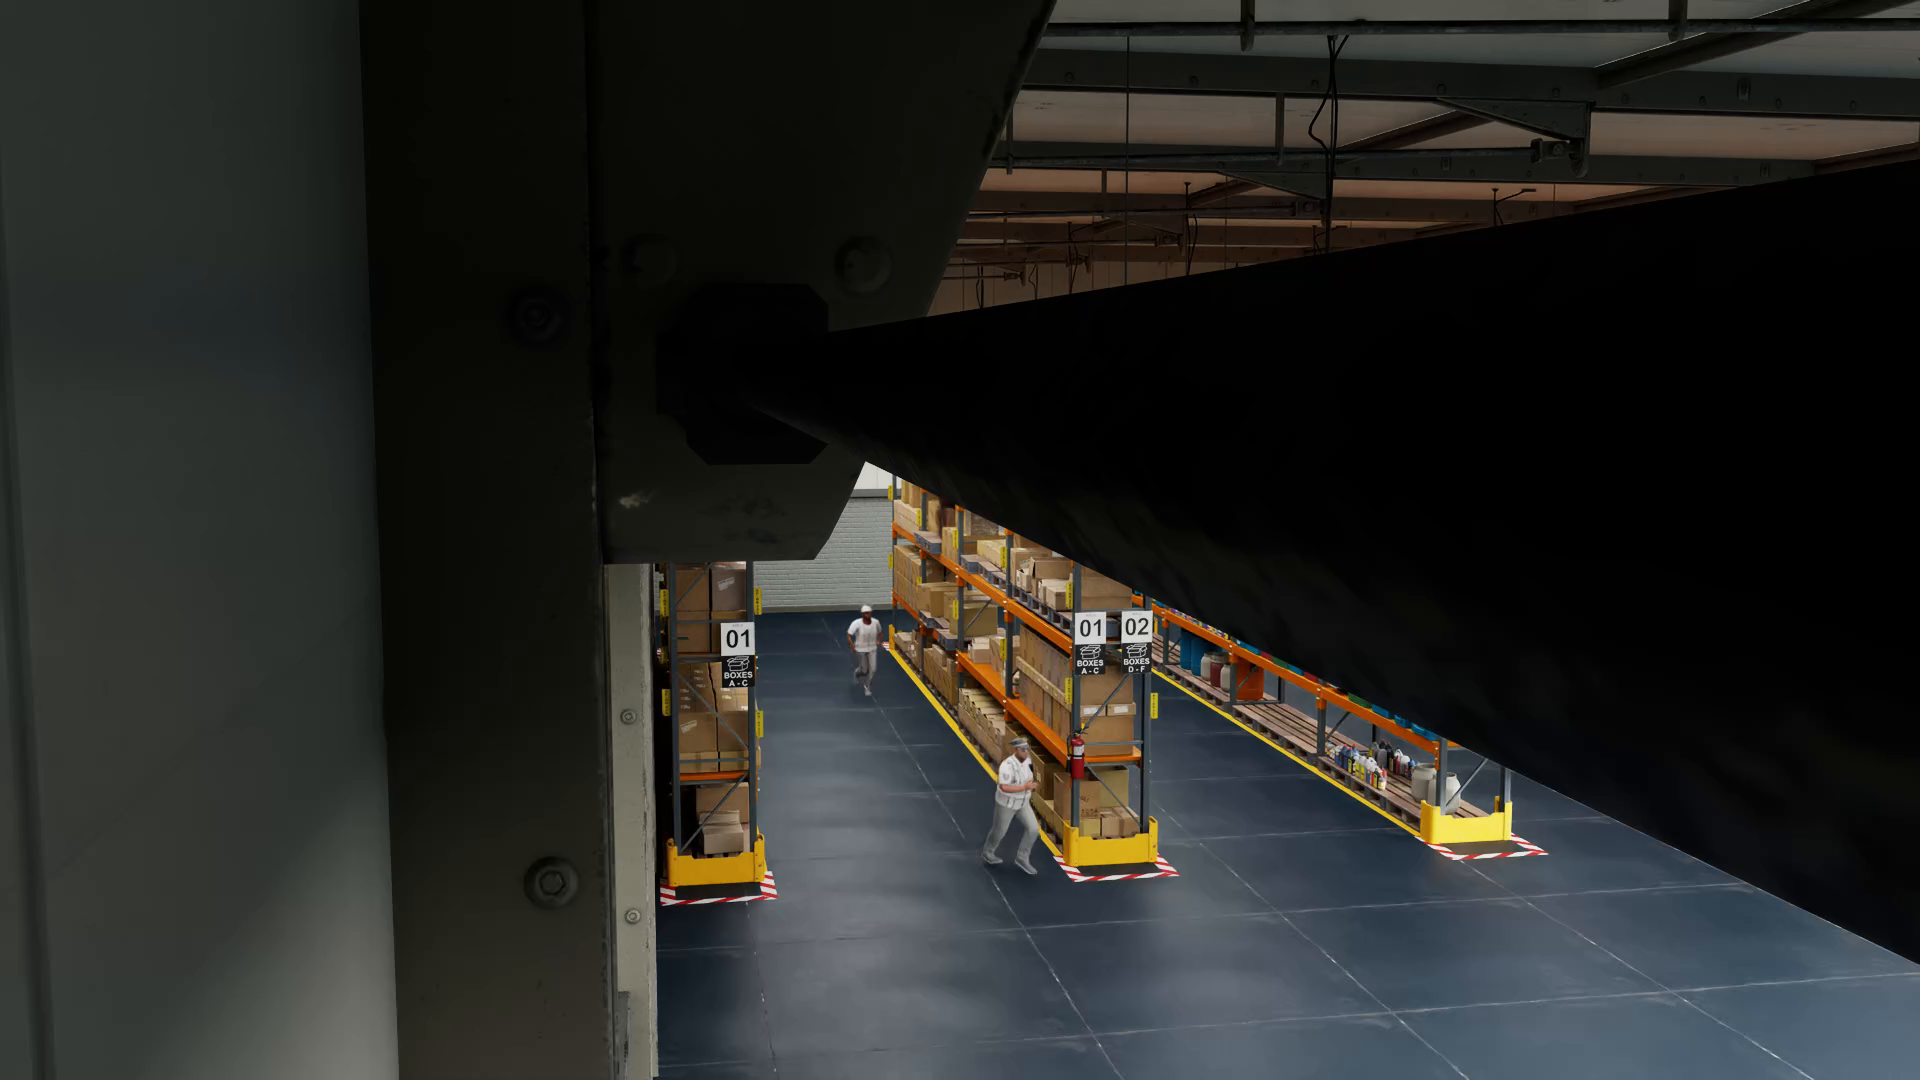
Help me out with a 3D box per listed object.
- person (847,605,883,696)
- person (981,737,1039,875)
[{"bbox_3d":[-1.798,2.079,31.595,0.715,1.720,0.643,-3,7,-22],"label":"person"},{"bbox_3d":[0.640,3.260,20.534,0.636,1.763,0.933,-5,8,-41],"label":"person"}]
